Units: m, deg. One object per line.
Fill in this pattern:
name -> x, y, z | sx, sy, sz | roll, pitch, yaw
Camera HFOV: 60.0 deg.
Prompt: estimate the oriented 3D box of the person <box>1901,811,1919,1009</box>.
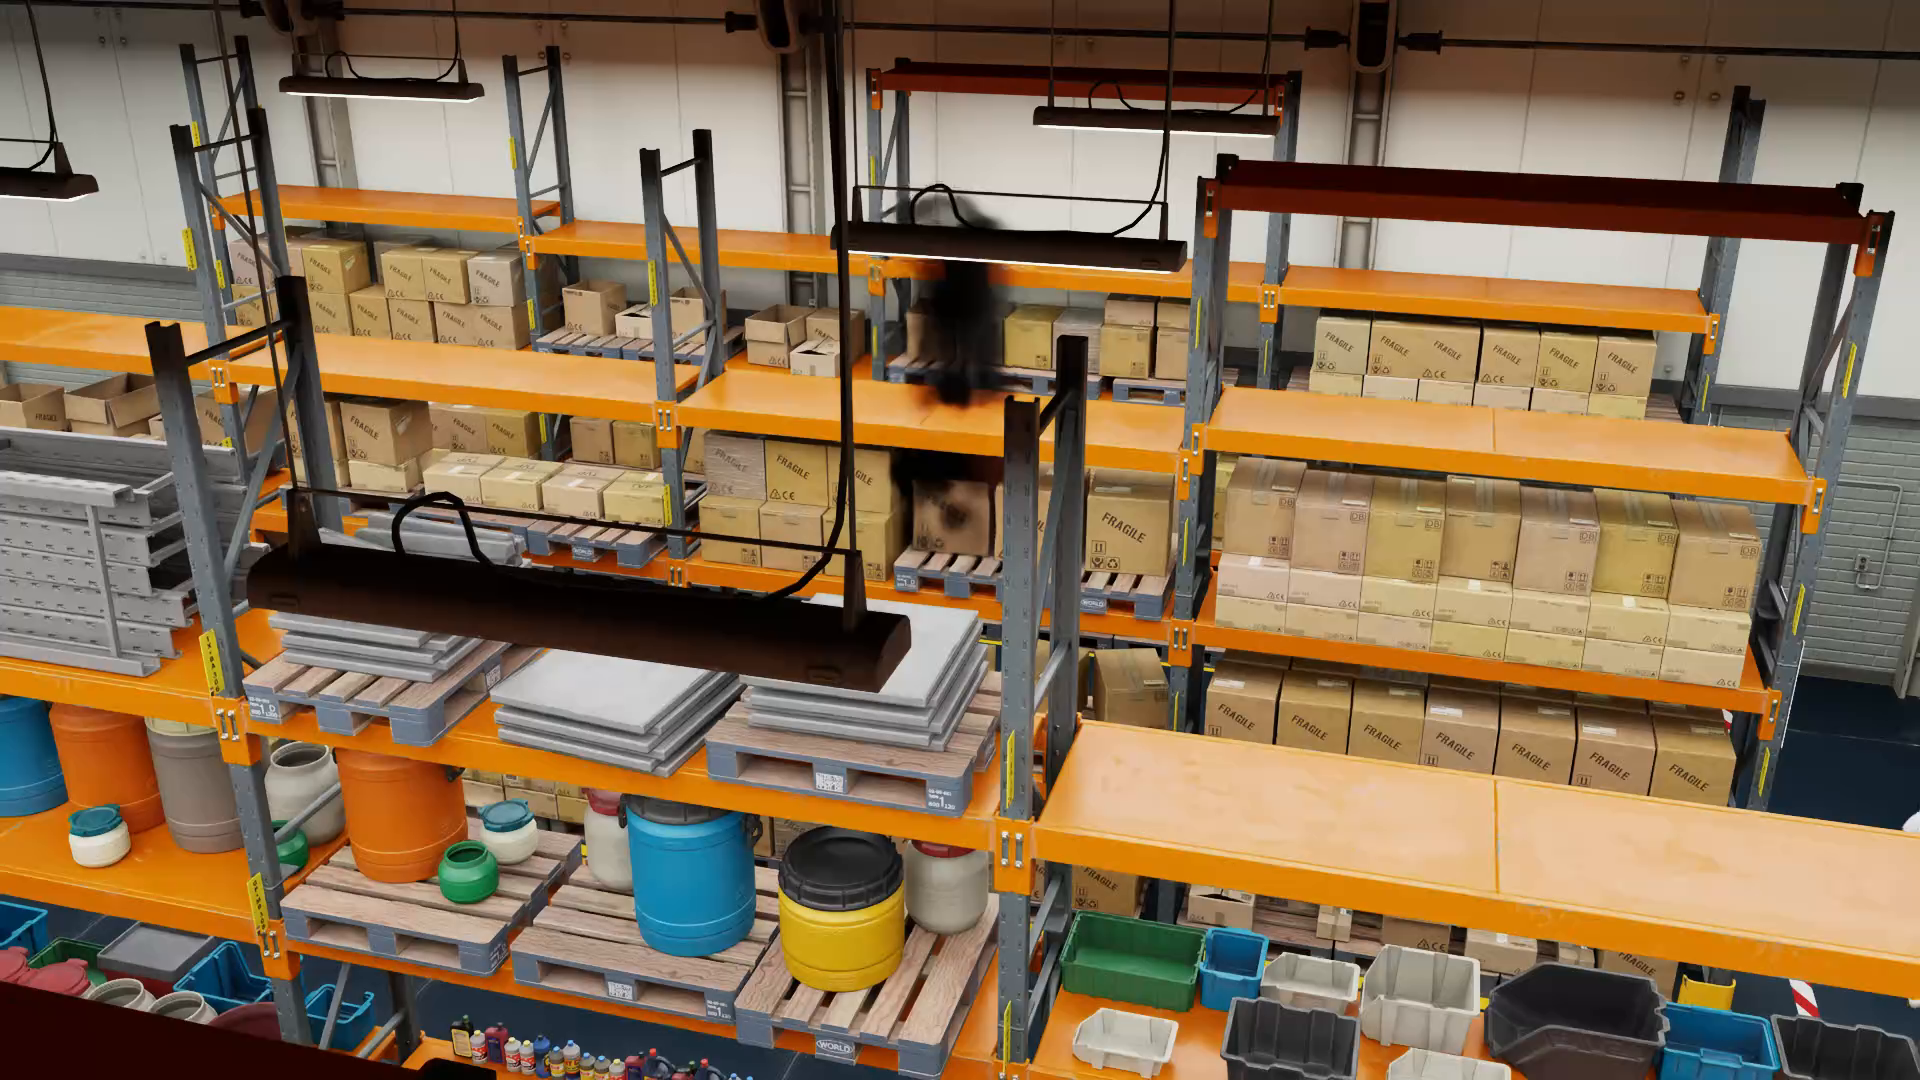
person -> 7.167, 2.643, 12.209 | 0.746, 1.736, 0.719 | -19, 29, -39
